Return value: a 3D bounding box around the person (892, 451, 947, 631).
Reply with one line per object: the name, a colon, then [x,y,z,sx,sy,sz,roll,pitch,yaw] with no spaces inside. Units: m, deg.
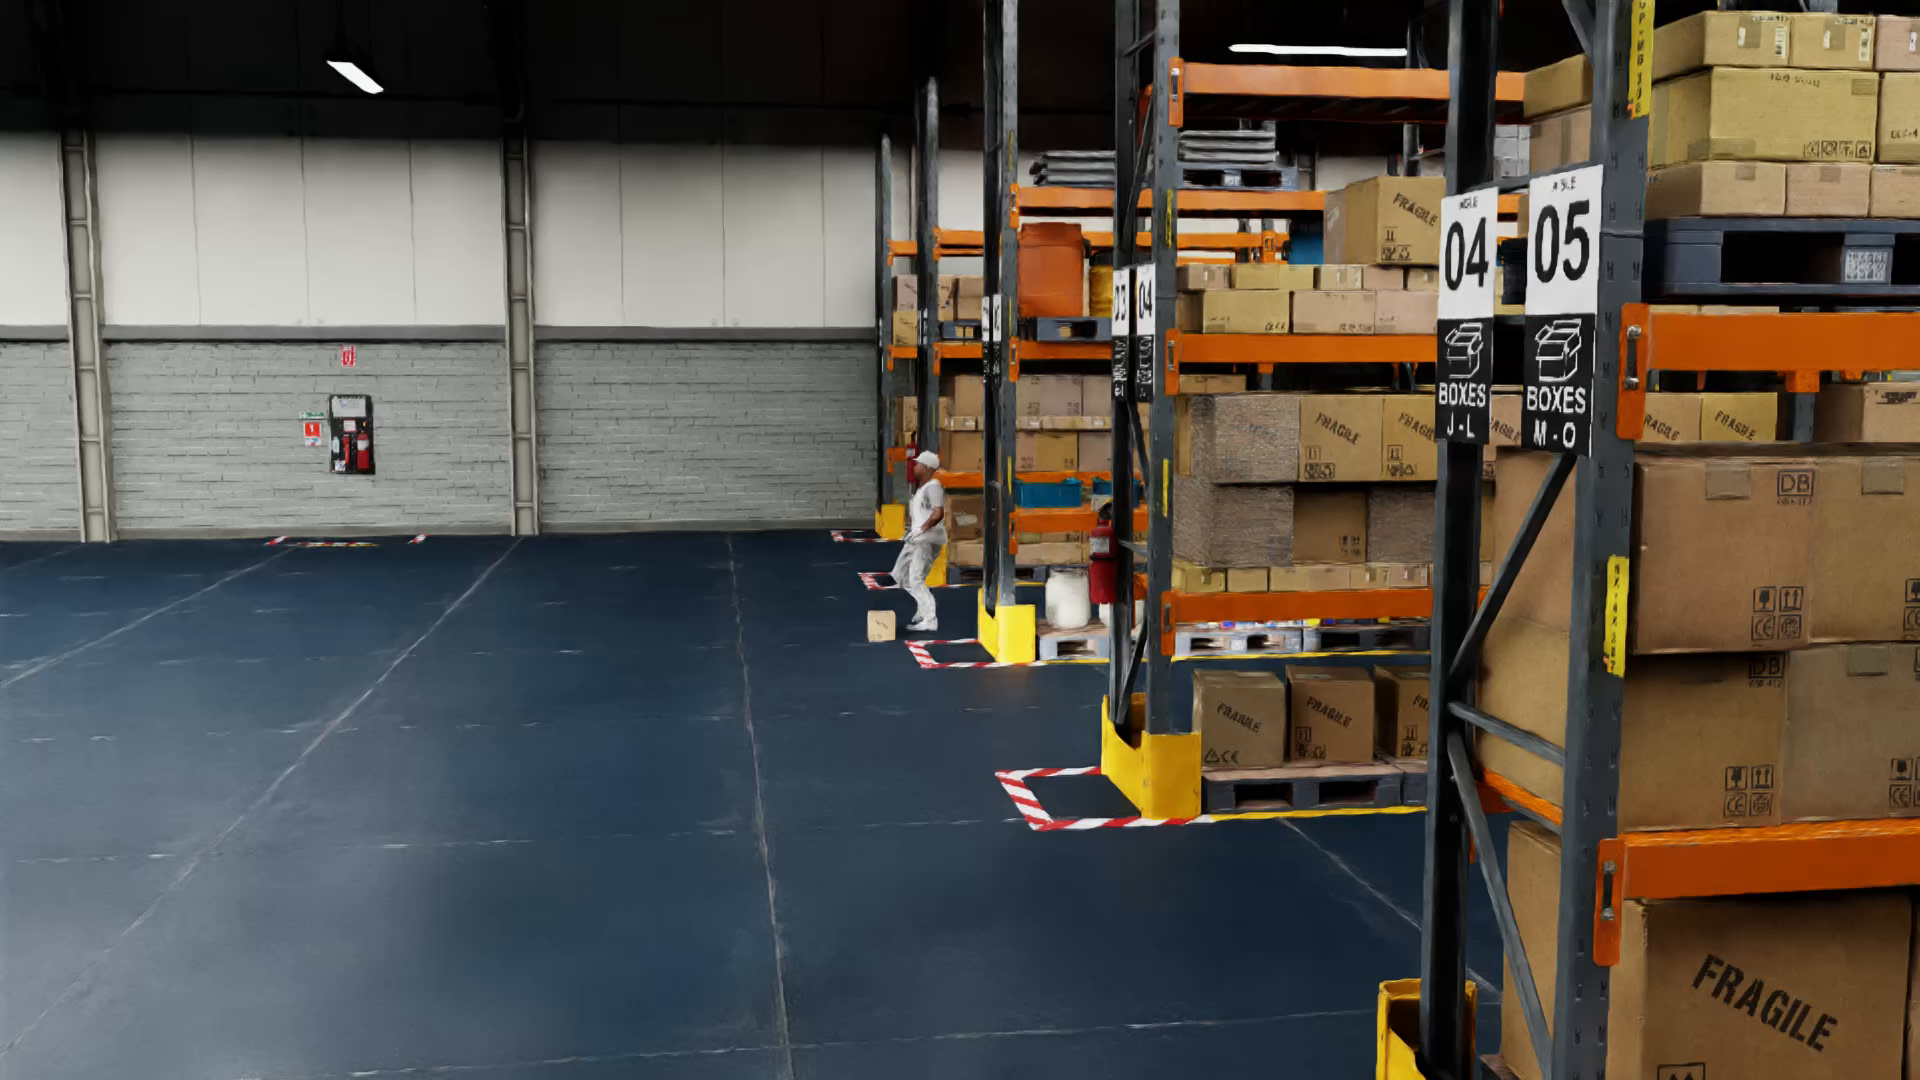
person: [-0.364,0.015,16.144,0.515,1.750,0.734,-2,7,-19]
